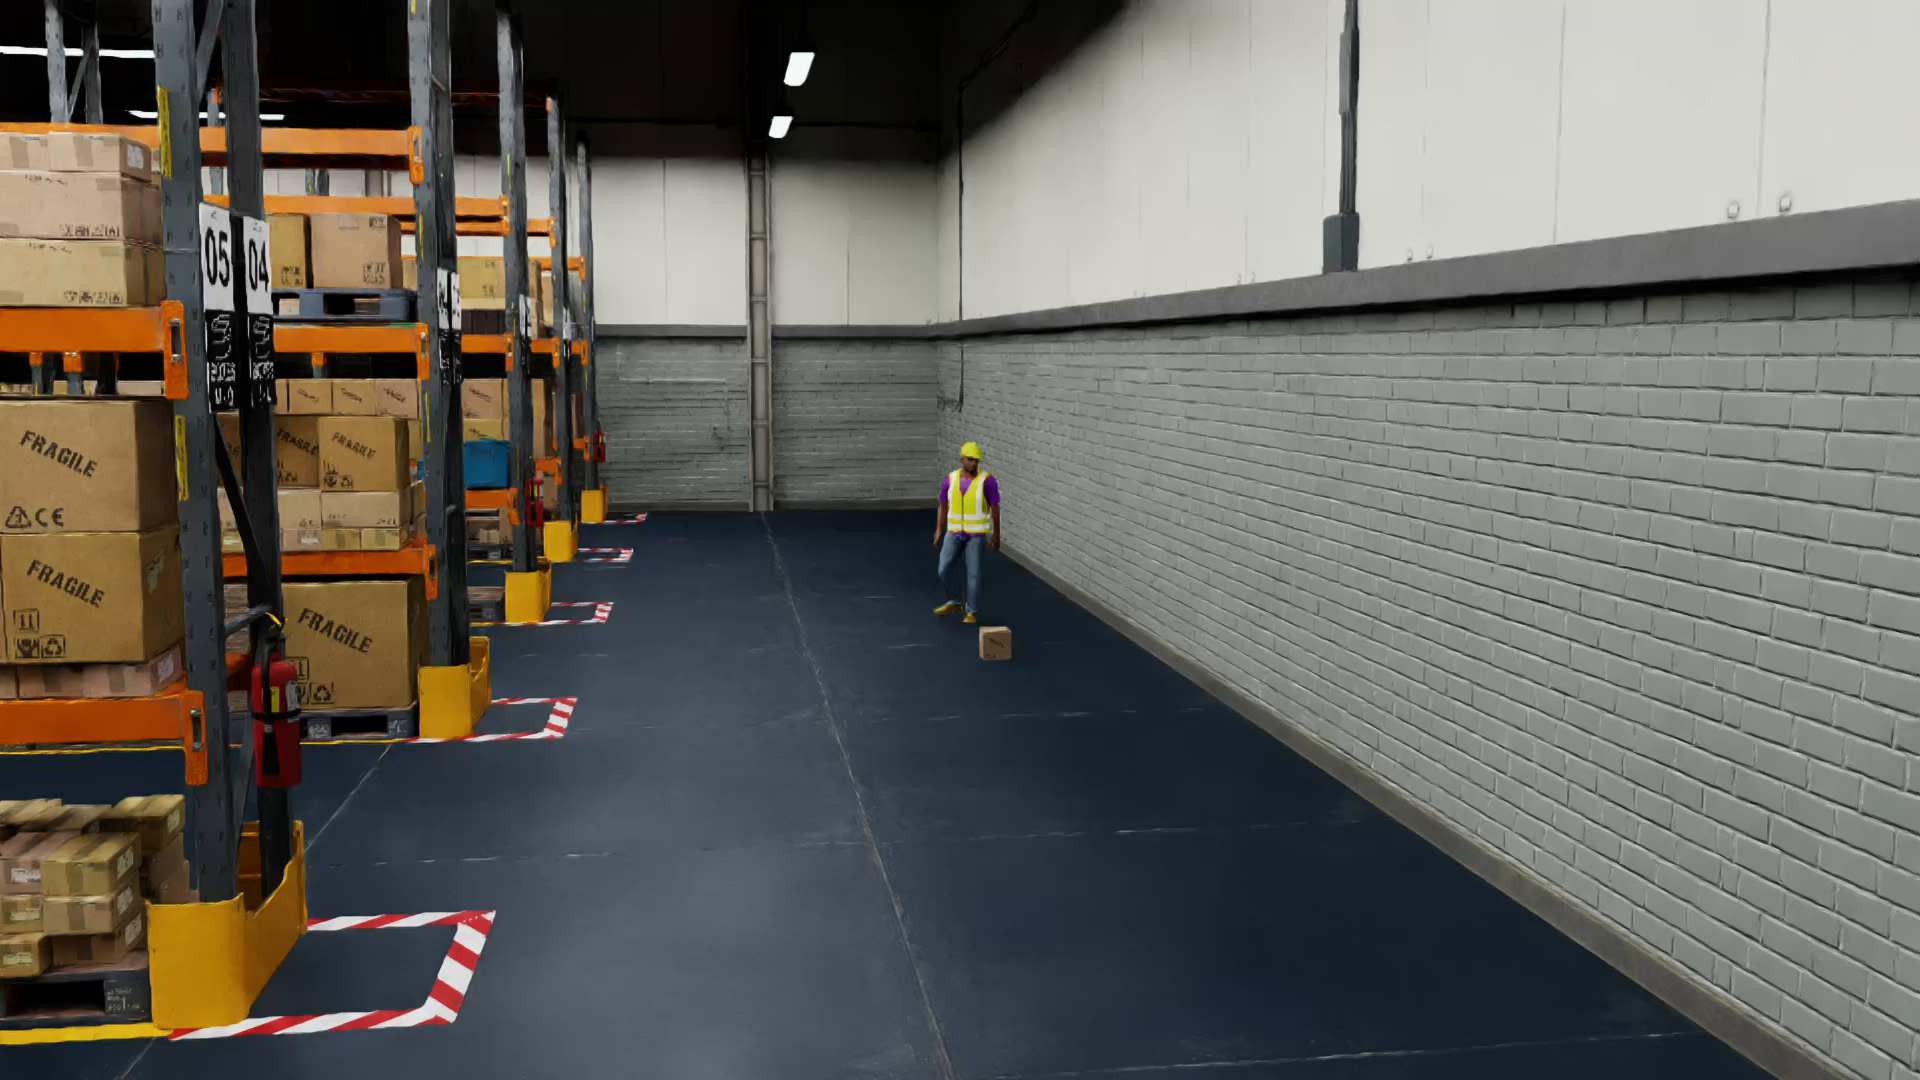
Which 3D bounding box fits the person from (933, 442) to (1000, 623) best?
[{"bbox_3d":[0.038,-0.078,16.133,0.726,1.761,0.448,2,7,21],"label":"person"}]
